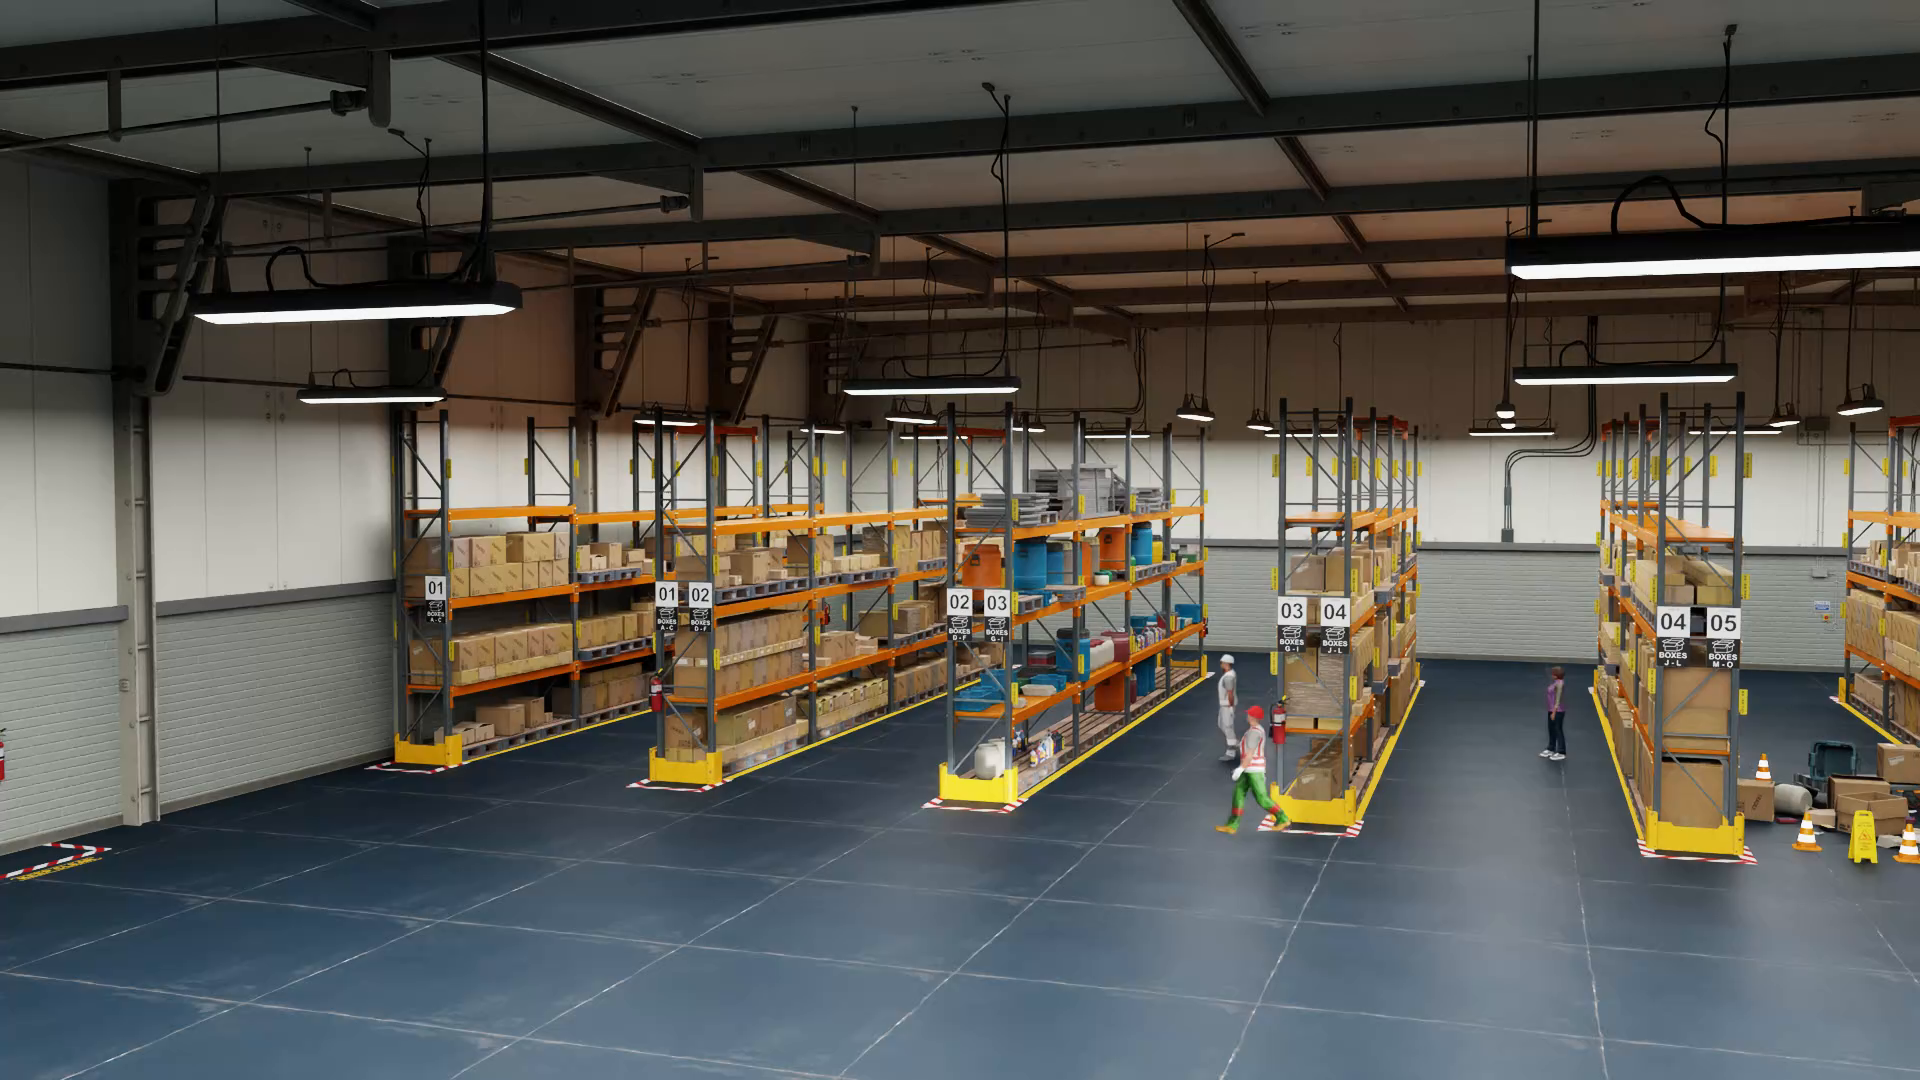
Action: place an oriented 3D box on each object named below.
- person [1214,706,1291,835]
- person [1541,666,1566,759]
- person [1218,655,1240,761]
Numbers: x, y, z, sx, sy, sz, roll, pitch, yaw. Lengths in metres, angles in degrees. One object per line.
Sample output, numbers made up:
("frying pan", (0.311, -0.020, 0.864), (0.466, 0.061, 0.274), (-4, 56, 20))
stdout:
("person", (4.000, 3.150, 22.730), (1.017, 1.762, 0.497), (0, 2, -4))
("person", (10.258, 2.967, 28.686), (0.372, 1.594, 0.458), (0, 2, 1))
("person", (4.625, 2.864, 28.569), (0.391, 1.793, 0.602), (1, 2, 12))
